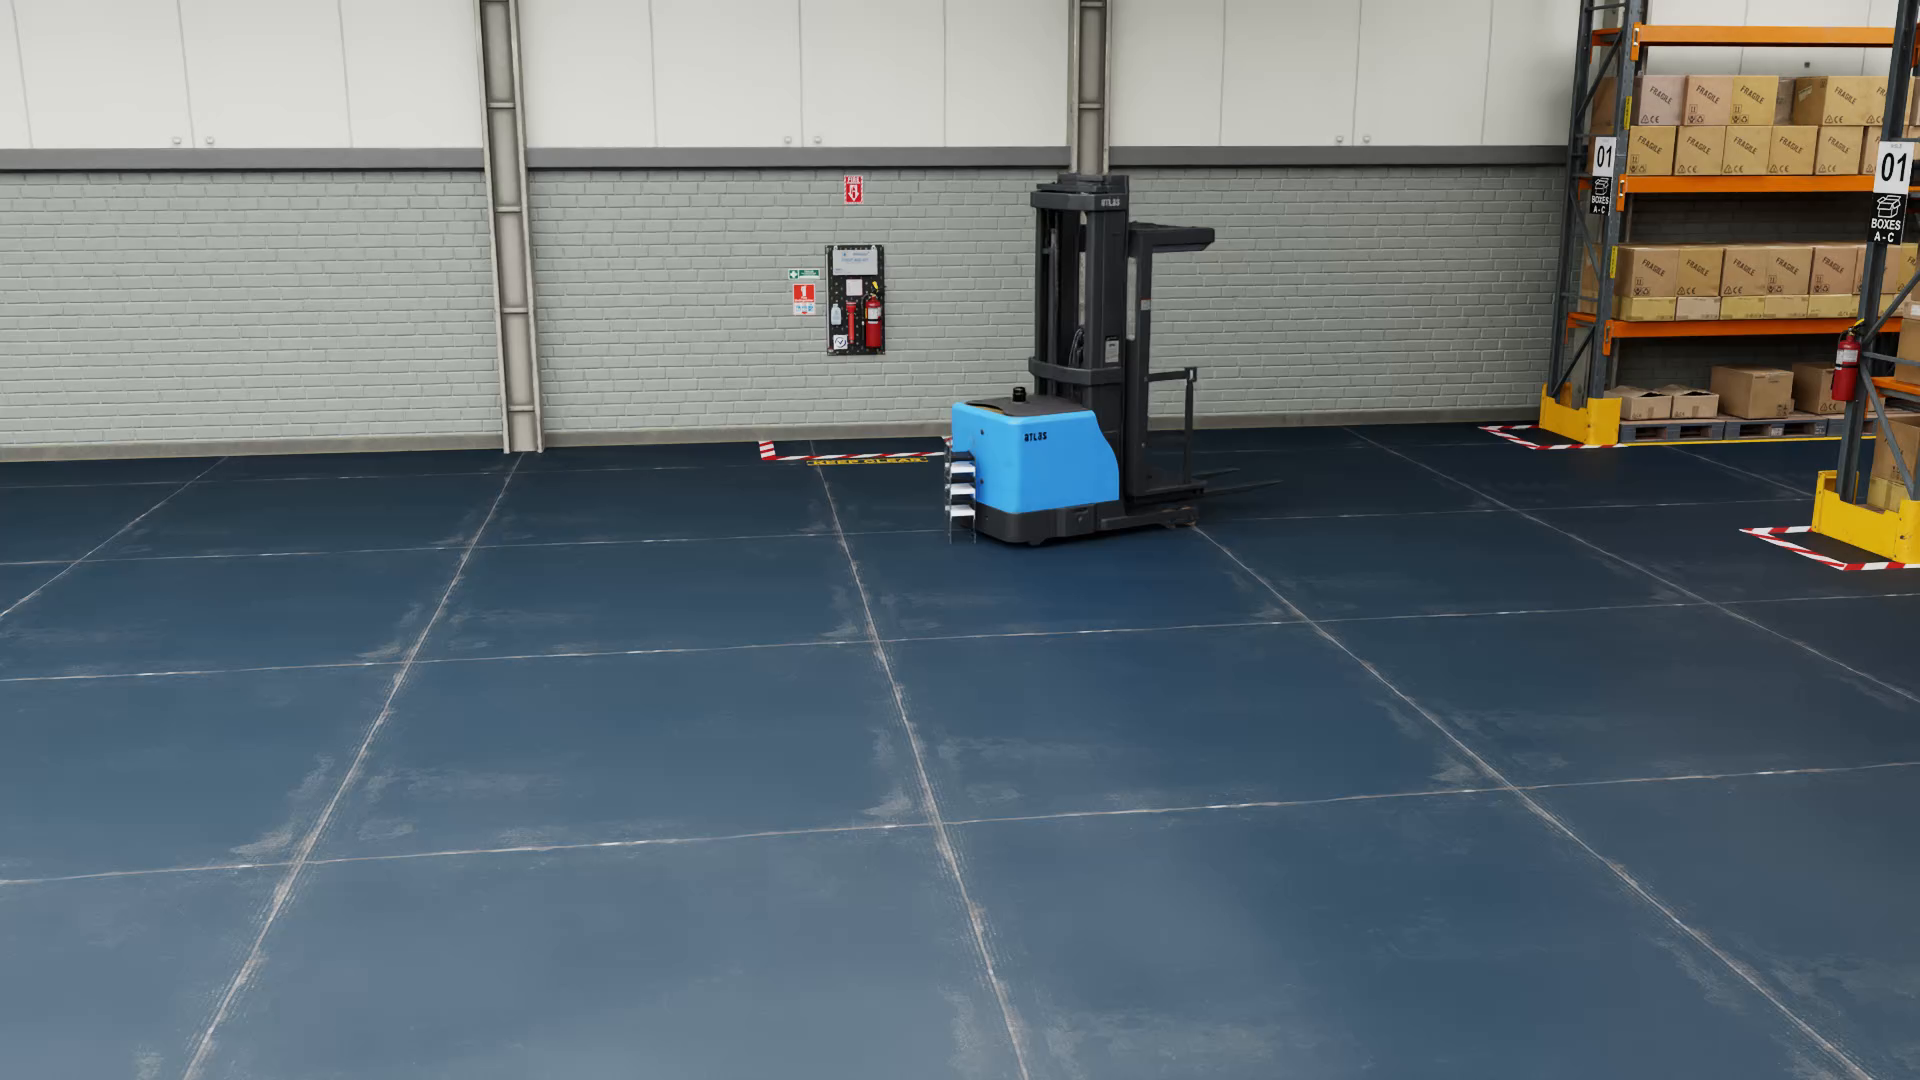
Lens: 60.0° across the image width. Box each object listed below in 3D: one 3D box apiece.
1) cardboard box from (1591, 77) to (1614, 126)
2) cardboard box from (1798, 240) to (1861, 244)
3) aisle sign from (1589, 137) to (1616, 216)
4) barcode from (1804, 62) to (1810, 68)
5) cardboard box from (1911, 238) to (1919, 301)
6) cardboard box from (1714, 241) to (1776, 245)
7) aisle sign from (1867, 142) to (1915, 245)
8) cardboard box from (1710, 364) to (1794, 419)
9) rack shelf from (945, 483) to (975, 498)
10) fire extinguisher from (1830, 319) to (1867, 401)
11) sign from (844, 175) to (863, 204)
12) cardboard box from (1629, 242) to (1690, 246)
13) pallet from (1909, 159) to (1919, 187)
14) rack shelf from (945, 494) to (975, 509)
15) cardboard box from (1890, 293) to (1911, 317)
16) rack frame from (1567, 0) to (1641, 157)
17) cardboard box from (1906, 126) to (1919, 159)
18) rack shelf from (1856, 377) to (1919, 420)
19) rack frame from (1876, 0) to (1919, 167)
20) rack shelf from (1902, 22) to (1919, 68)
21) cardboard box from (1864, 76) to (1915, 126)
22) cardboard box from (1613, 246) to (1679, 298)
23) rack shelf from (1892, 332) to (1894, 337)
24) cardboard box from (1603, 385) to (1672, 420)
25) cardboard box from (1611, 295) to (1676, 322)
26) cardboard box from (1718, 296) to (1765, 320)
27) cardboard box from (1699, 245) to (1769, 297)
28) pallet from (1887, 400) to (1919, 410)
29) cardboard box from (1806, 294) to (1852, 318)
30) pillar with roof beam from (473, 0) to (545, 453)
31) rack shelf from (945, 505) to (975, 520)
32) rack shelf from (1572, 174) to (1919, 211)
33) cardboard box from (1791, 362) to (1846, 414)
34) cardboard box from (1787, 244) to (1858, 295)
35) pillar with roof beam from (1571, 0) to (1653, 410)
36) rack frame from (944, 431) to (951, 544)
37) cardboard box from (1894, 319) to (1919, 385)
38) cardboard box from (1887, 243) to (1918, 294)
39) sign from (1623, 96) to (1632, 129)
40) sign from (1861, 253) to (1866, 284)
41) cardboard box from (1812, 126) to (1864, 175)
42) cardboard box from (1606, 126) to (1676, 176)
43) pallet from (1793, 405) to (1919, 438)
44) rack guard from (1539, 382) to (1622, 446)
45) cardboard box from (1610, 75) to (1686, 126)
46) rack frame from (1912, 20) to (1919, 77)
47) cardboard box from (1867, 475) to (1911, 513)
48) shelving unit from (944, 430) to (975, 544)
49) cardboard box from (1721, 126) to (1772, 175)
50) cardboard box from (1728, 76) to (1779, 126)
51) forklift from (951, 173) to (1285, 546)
[{"bbox_3d":[7.110,-4.682,17.755,0.500,0.500,0.500,-1,14,-6],"label":"cardboard box"},{"bbox_3d":[9.670,-3.066,18.506,0.500,0.500,0.500,-2,14,-9],"label":"cardboard box"},{"bbox_3d":[6.696,-3.791,17.328,0.004,0.787,0.394,-2,14,-8],"label":"aisle sign"},{"bbox_3d":[9.239,-5.179,18.136,0.075,0.075,0.001,-2,14,-8],"label":"barcode"},{"bbox_3d":[7.980,-2.107,13.085,0.500,0.500,0.700,-2,14,-8],"label":"cardboard box"},{"bbox_3d":[8.664,-3.028,18.354,0.500,0.500,0.500,-2,14,-8],"label":"cardboard box"},{"bbox_3d":[7.355,-2.743,13.148,0.004,0.787,0.394,-2,14,-8],"label":"aisle sign"},{"bbox_3d":[8.716,-1.645,18.347,0.500,0.500,0.700,-3,14,-12],"label":"cardboard box"},{"bbox_3d":[-0.003,-0.402,13.611,0.200,0.077,0.258,-3,14,-12],"label":"rack shelf"},{"bbox_3d":[7.278,-1.483,13.630,0.183,0.674,0.296,-2,14,-8],"label":"fire extinguisher"},{"bbox_3d":[-1.120,-3.689,17.498,0.199,0.298,0.001,-2,14,-8],"label":"sign"},{"bbox_3d":[7.656,-2.990,18.202,0.500,0.500,0.500,-2,14,-8],"label":"cardboard box"},{"bbox_3d":[8.167,-2.845,12.915,1.213,0.211,1.003,-2,14,-8],"label":"pallet"},{"bbox_3d":[-0.003,-0.315,13.633,0.200,0.077,0.258,-3,14,-12],"label":"rack shelf"},{"bbox_3d":[10.254,-2.597,18.177,0.500,0.250,0.500,-2,14,-8],"label":"cardboard box"},{"bbox_3d":[6.722,-5.515,17.213,0.127,3.000,1.000,-2,14,-8],"label":"rack frame"},{"bbox_3d":[10.213,-4.185,17.831,0.500,0.500,0.500,-2,14,-7],"label":"cardboard box"},{"bbox_3d":[9.442,-1.137,13.568,4.000,0.370,1.077,-2,14,-8],"label":"rack shelf"},{"bbox_3d":[7.464,-4.323,12.462,0.127,3.000,1.000,-2,14,-8],"label":"rack frame"},{"bbox_3d":[9.442,-3.853,12.887,4.000,0.370,1.077,-2,14,-8],"label":"rack shelf"},{"bbox_3d":[9.679,-4.642,17.597,0.500,0.500,0.500,-1,14,-5],"label":"cardboard box"},{"bbox_3d":[7.239,-2.851,17.648,0.500,0.500,0.500,-2,14,-8],"label":"cardboard box"},{"bbox_3d":[12.655,-2.473,18.897,4.000,0.370,1.077,-2,14,-8],"label":"rack shelf"},{"bbox_3d":[7.420,-1.518,18.230,0.500,0.311,0.500,-4,15,-15],"label":"cardboard box"},{"bbox_3d":[7.252,-2.483,17.724,0.500,0.250,0.500,-3,14,-10],"label":"cardboard box"},{"bbox_3d":[8.268,-2.523,17.881,0.500,0.250,0.500,-2,14,-9],"label":"cardboard box"},{"bbox_3d":[8.241,-2.883,17.778,0.500,0.500,0.500,-3,14,-10],"label":"cardboard box"},{"bbox_3d":[11.447,-1.426,18.974,1.213,0.211,1.003,-2,14,-8],"label":"pallet"},{"bbox_3d":[9.266,-2.559,18.026,0.500,0.250,0.500,-2,14,-9],"label":"cardboard box"},{"bbox_3d":[-3.939,-4.278,12.281,0.400,9.000,9.100,-2,14,-8],"label":"pillar with roof beam"},{"bbox_3d":[-0.003,-0.227,13.655,0.200,0.077,0.258,-3,14,-12],"label":"rack shelf"},{"bbox_3d":[8.700,-3.783,17.954,4.000,0.370,1.077,-2,14,-8],"label":"rack shelf"},{"bbox_3d":[9.657,-1.704,18.583,0.500,0.500,0.500,-3,14,-13],"label":"cardboard box"},{"bbox_3d":[9.264,-2.924,17.940,0.500,0.500,0.500,-3,14,-10],"label":"cardboard box"},{"bbox_3d":[7.927,-4.713,14.015,0.400,9.000,9.100,-2,14,-8],"label":"pillar with roof beam"},{"bbox_3d":[-0.103,-0.429,13.582,0.006,0.900,0.240,-3,14,-12],"label":"rack frame"},{"bbox_3d":[7.928,-1.476,13.235,0.500,0.500,0.700,-2,14,-8],"label":"cardboard box"},{"bbox_3d":[10.256,-2.959,18.080,0.500,0.500,0.500,-2,14,-8],"label":"cardboard box"},{"bbox_3d":[6.803,-4.353,16.951,0.005,0.325,0.100,-2,14,-8],"label":"sign"},{"bbox_3d":[7.397,-2.221,13.545,0.005,0.325,0.100,-2,14,-8],"label":"sign"},{"bbox_3d":[9.171,-4.141,17.654,0.500,0.500,0.500,-3,14,-11],"label":"cardboard box"},{"bbox_3d":[7.090,-4.070,17.372,0.500,0.500,0.500,-2,14,-7],"label":"cardboard box"},{"bbox_3d":[10.019,-1.365,18.729,1.213,0.211,1.003,-2,14,-8],"label":"pallet"},{"bbox_3d":[6.797,-1.395,18.258,0.348,0.500,1.175,-2,14,-8],"label":"rack guard"},{"bbox_3d":[7.139,-4.559,17.264,0.500,0.500,0.500,-3,14,-12],"label":"cardboard box"},{"bbox_3d":[10.678,-5.660,17.791,0.127,3.000,1.000,-2,14,-8],"label":"rack frame"},{"bbox_3d":[7.950,-0.374,13.836,0.500,0.250,0.500,-2,14,-8],"label":"cardboard box"},{"bbox_3d":[-0.003,-0.434,13.603,0.210,0.900,0.258,-3,14,-12],"label":"shelving unit"},{"bbox_3d":[8.139,-4.101,17.494,0.500,0.500,0.500,-1,14,-6],"label":"cardboard box"},{"bbox_3d":[8.148,-4.586,17.373,0.500,0.500,0.500,-2,14,-7],"label":"cardboard box"},{"bbox_3d":[1.447,-1.617,14.146,3.031,2.935,1.130,-8,16,-30],"label":"forklift"}]
